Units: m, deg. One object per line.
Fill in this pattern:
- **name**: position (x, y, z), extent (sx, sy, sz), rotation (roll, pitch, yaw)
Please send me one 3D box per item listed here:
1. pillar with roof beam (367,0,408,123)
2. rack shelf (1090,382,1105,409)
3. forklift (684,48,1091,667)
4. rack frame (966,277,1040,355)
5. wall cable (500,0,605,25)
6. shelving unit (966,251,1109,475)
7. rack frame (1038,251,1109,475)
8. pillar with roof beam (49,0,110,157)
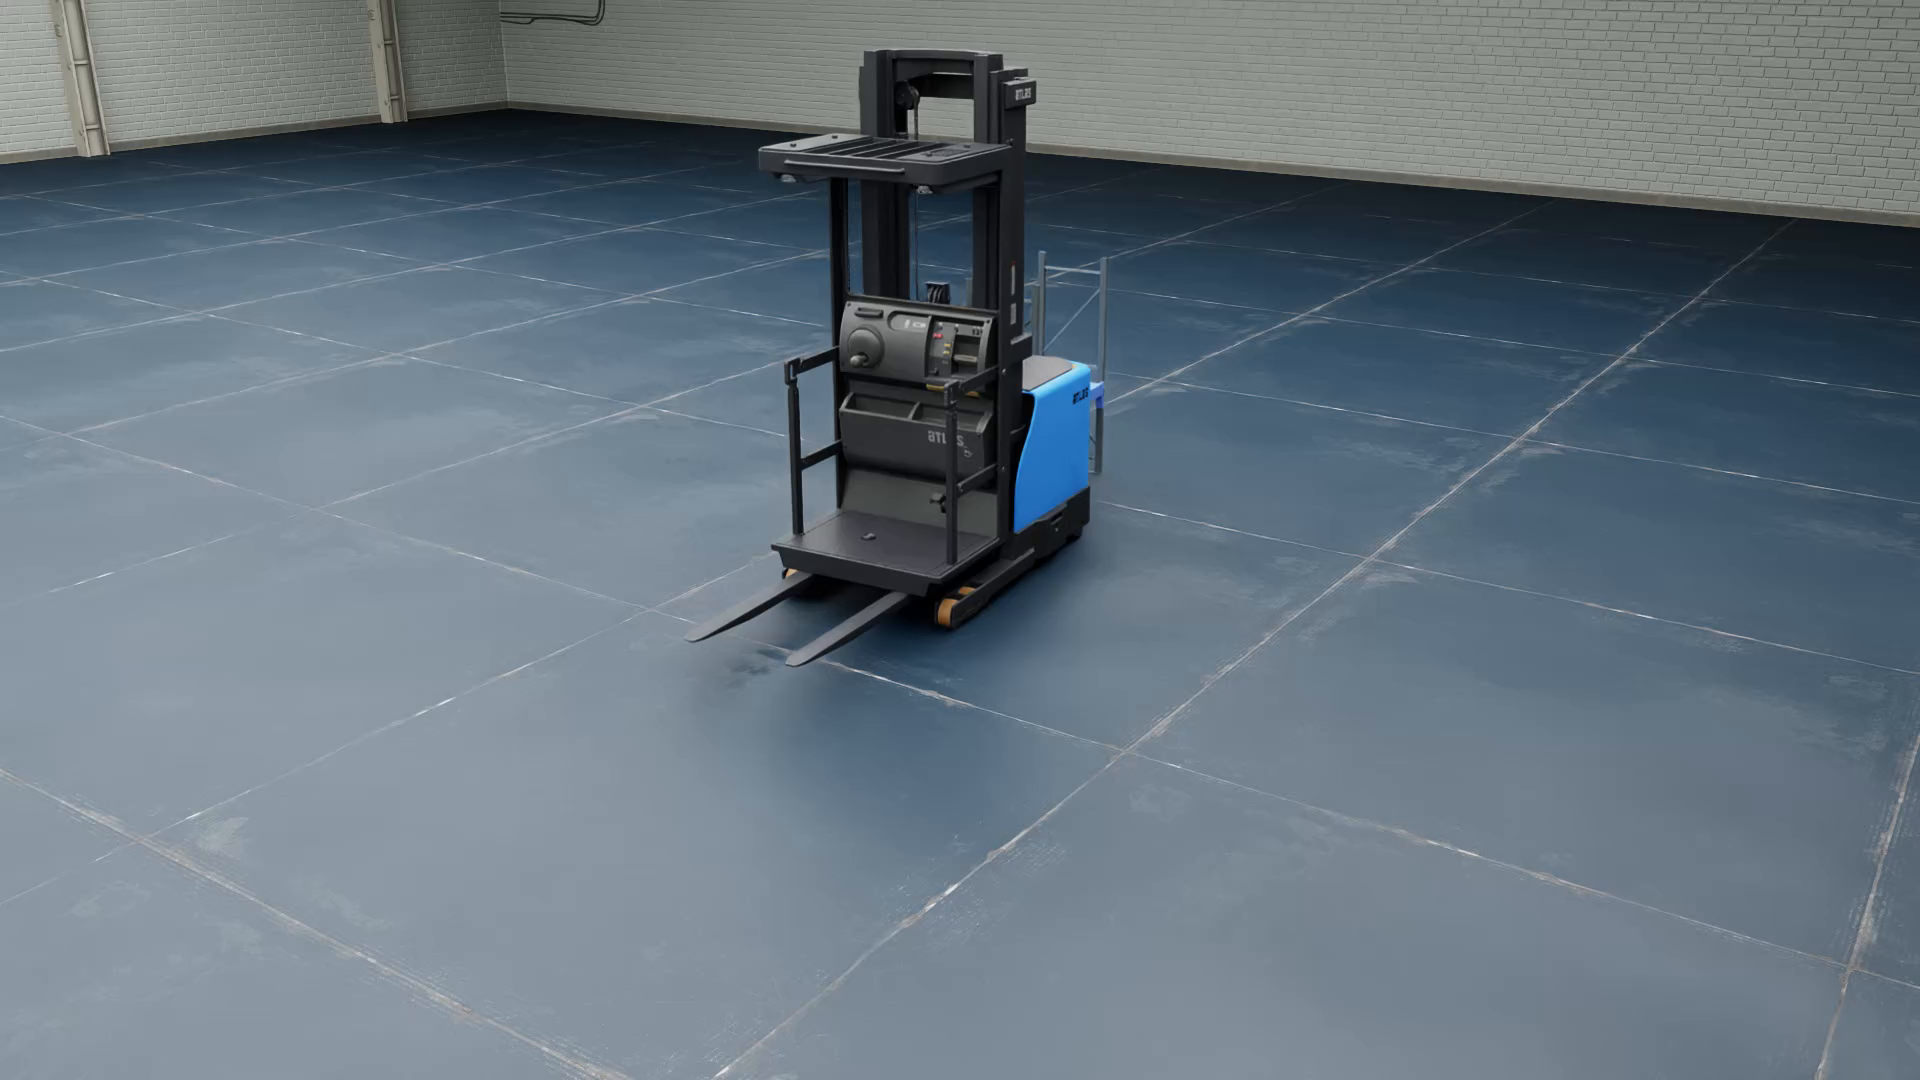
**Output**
- **pillar with roof beam**: position (-7.356, -11.456, 28.263), extent (9.100, 9.000, 0.400), rotation (13, 24, 32)
- **rack shelf**: position (0.510, -0.878, 10.994), extent (0.538, 0.185, 1.000), rotation (11, 23, 27)
- **forklift**: position (-0.349, -1.073, 8.942), extent (1.130, 2.935, 3.031), rotation (11, 23, 27)
- **rack frame**: position (0.263, -0.892, 10.515), extent (0.500, 1.500, 0.032), rotation (11, 23, 27)
- **wall cable**: position (-8.167, -11.426, 32.660), extent (3.097, 2.526, 0.112), rotation (13, 24, 32)
- **shelving unit**: position (0.510, -1.046, 10.932), extent (0.538, 1.500, 1.048), rotation (11, 23, 27)
- **rack frame**: position (0.756, -1.201, 11.349), extent (0.500, 1.500, 0.032), rotation (11, 23, 27)
- **pillar with roof beam**: position (-10.729, -9.734, 23.609), extent (9.100, 9.000, 0.400), rotation (13, 24, 32)
